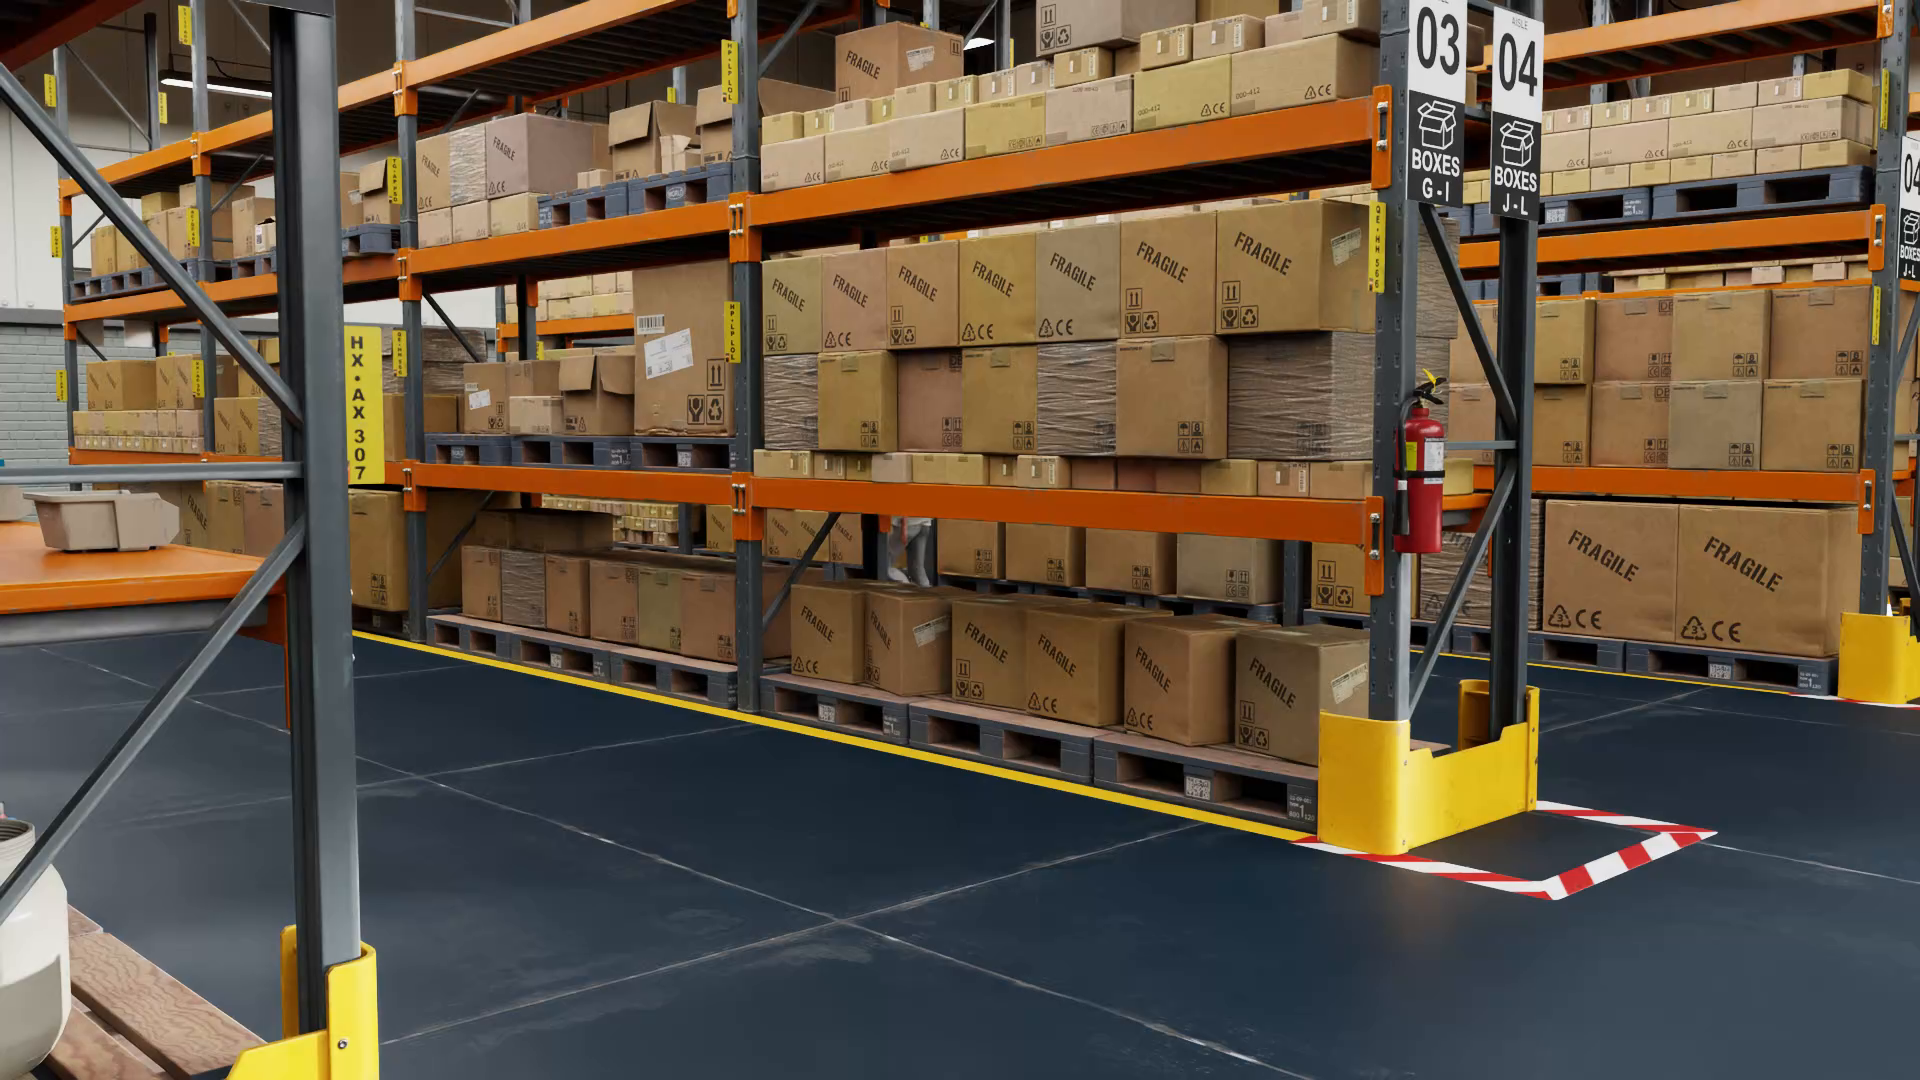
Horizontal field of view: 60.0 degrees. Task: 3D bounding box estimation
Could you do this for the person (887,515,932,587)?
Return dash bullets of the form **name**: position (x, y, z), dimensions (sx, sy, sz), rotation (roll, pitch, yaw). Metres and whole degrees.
- **person**: position (-0.366, -0.121, 12.285), dimensions (0.427, 1.516, 0.437), rotation (2, 5, 28)
